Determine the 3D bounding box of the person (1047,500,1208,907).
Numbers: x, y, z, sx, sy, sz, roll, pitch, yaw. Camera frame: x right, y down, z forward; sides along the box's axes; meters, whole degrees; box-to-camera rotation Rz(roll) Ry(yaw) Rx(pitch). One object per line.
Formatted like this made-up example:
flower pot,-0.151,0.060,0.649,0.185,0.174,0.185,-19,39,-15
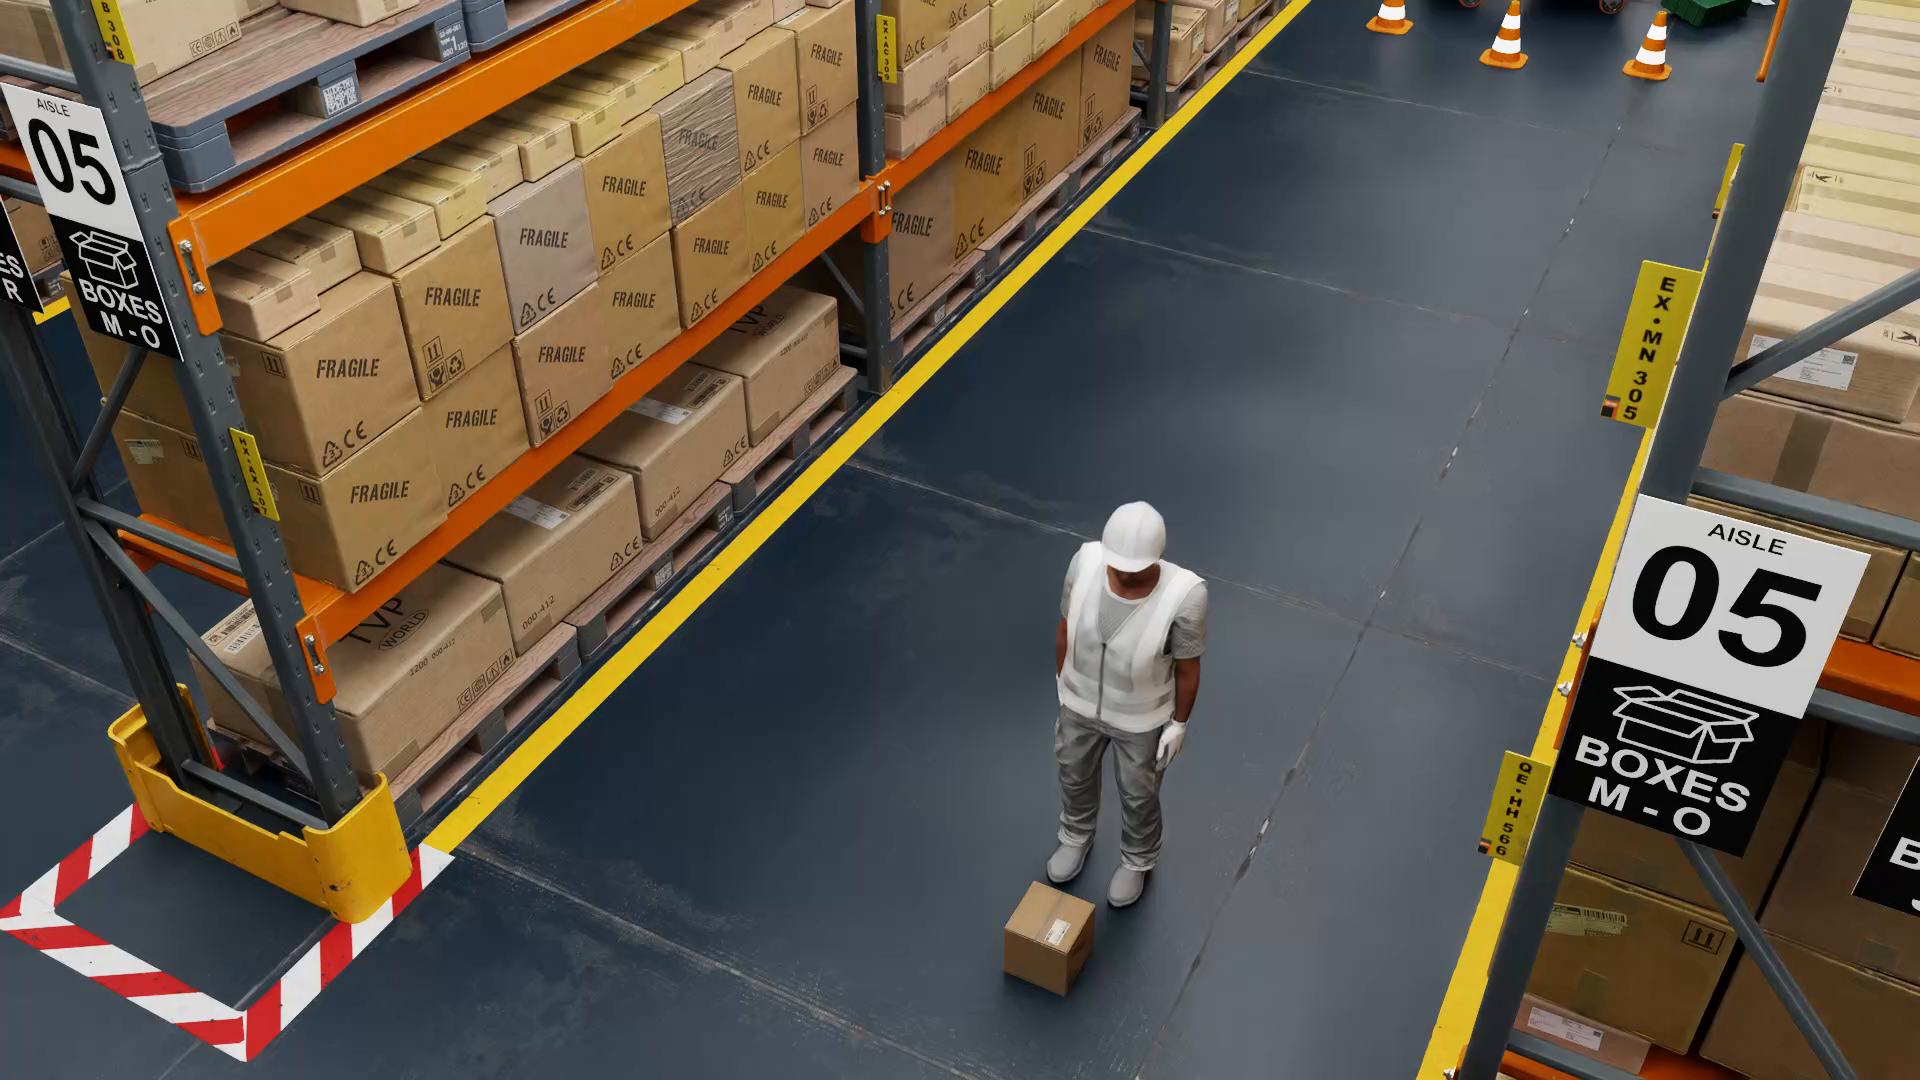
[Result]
person,0.580,0.588,5.975,0.545,1.775,0.359,18,41,22
